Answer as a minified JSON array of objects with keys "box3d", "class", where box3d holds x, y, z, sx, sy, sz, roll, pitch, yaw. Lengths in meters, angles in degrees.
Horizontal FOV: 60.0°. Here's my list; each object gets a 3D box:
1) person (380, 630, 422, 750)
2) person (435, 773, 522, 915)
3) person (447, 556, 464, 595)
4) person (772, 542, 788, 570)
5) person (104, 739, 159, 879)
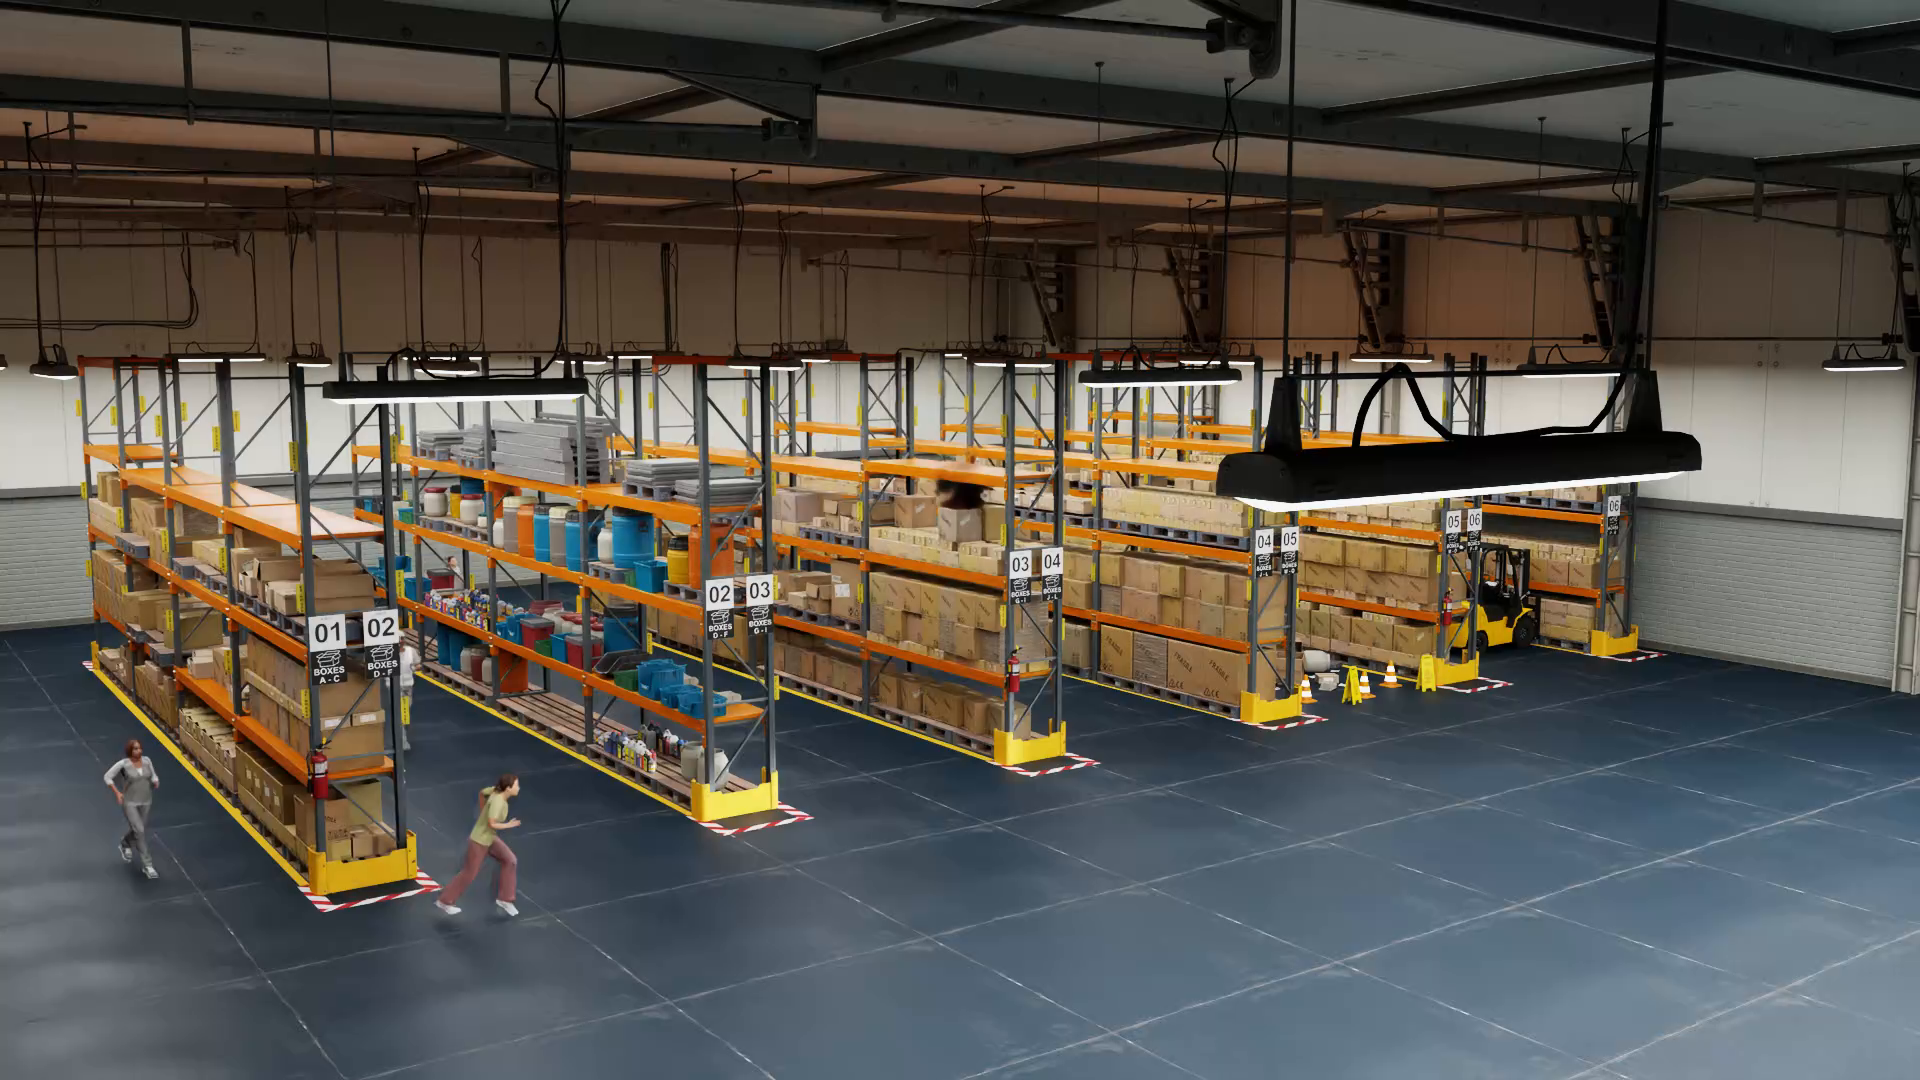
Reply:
[{"box3d":[-8.713,2.289,25.866,0.681,1.806,0.926,-6,9,-41],"class":"person"},{"box3d":[-5.285,3.364,18.246,0.950,1.621,0.616,-1,7,-11],"class":"person"},{"box3d":[-11.006,1.137,36.241,0.687,1.616,0.624,3,7,20],"class":"person"},{"box3d":[-4.465,0.412,41.798,0.876,1.801,0.711,-2,7,-17],"class":"person"},{"box3d":[-9.768,3.144,19.708,0.871,1.613,0.539,5,8,33],"class":"person"}]
